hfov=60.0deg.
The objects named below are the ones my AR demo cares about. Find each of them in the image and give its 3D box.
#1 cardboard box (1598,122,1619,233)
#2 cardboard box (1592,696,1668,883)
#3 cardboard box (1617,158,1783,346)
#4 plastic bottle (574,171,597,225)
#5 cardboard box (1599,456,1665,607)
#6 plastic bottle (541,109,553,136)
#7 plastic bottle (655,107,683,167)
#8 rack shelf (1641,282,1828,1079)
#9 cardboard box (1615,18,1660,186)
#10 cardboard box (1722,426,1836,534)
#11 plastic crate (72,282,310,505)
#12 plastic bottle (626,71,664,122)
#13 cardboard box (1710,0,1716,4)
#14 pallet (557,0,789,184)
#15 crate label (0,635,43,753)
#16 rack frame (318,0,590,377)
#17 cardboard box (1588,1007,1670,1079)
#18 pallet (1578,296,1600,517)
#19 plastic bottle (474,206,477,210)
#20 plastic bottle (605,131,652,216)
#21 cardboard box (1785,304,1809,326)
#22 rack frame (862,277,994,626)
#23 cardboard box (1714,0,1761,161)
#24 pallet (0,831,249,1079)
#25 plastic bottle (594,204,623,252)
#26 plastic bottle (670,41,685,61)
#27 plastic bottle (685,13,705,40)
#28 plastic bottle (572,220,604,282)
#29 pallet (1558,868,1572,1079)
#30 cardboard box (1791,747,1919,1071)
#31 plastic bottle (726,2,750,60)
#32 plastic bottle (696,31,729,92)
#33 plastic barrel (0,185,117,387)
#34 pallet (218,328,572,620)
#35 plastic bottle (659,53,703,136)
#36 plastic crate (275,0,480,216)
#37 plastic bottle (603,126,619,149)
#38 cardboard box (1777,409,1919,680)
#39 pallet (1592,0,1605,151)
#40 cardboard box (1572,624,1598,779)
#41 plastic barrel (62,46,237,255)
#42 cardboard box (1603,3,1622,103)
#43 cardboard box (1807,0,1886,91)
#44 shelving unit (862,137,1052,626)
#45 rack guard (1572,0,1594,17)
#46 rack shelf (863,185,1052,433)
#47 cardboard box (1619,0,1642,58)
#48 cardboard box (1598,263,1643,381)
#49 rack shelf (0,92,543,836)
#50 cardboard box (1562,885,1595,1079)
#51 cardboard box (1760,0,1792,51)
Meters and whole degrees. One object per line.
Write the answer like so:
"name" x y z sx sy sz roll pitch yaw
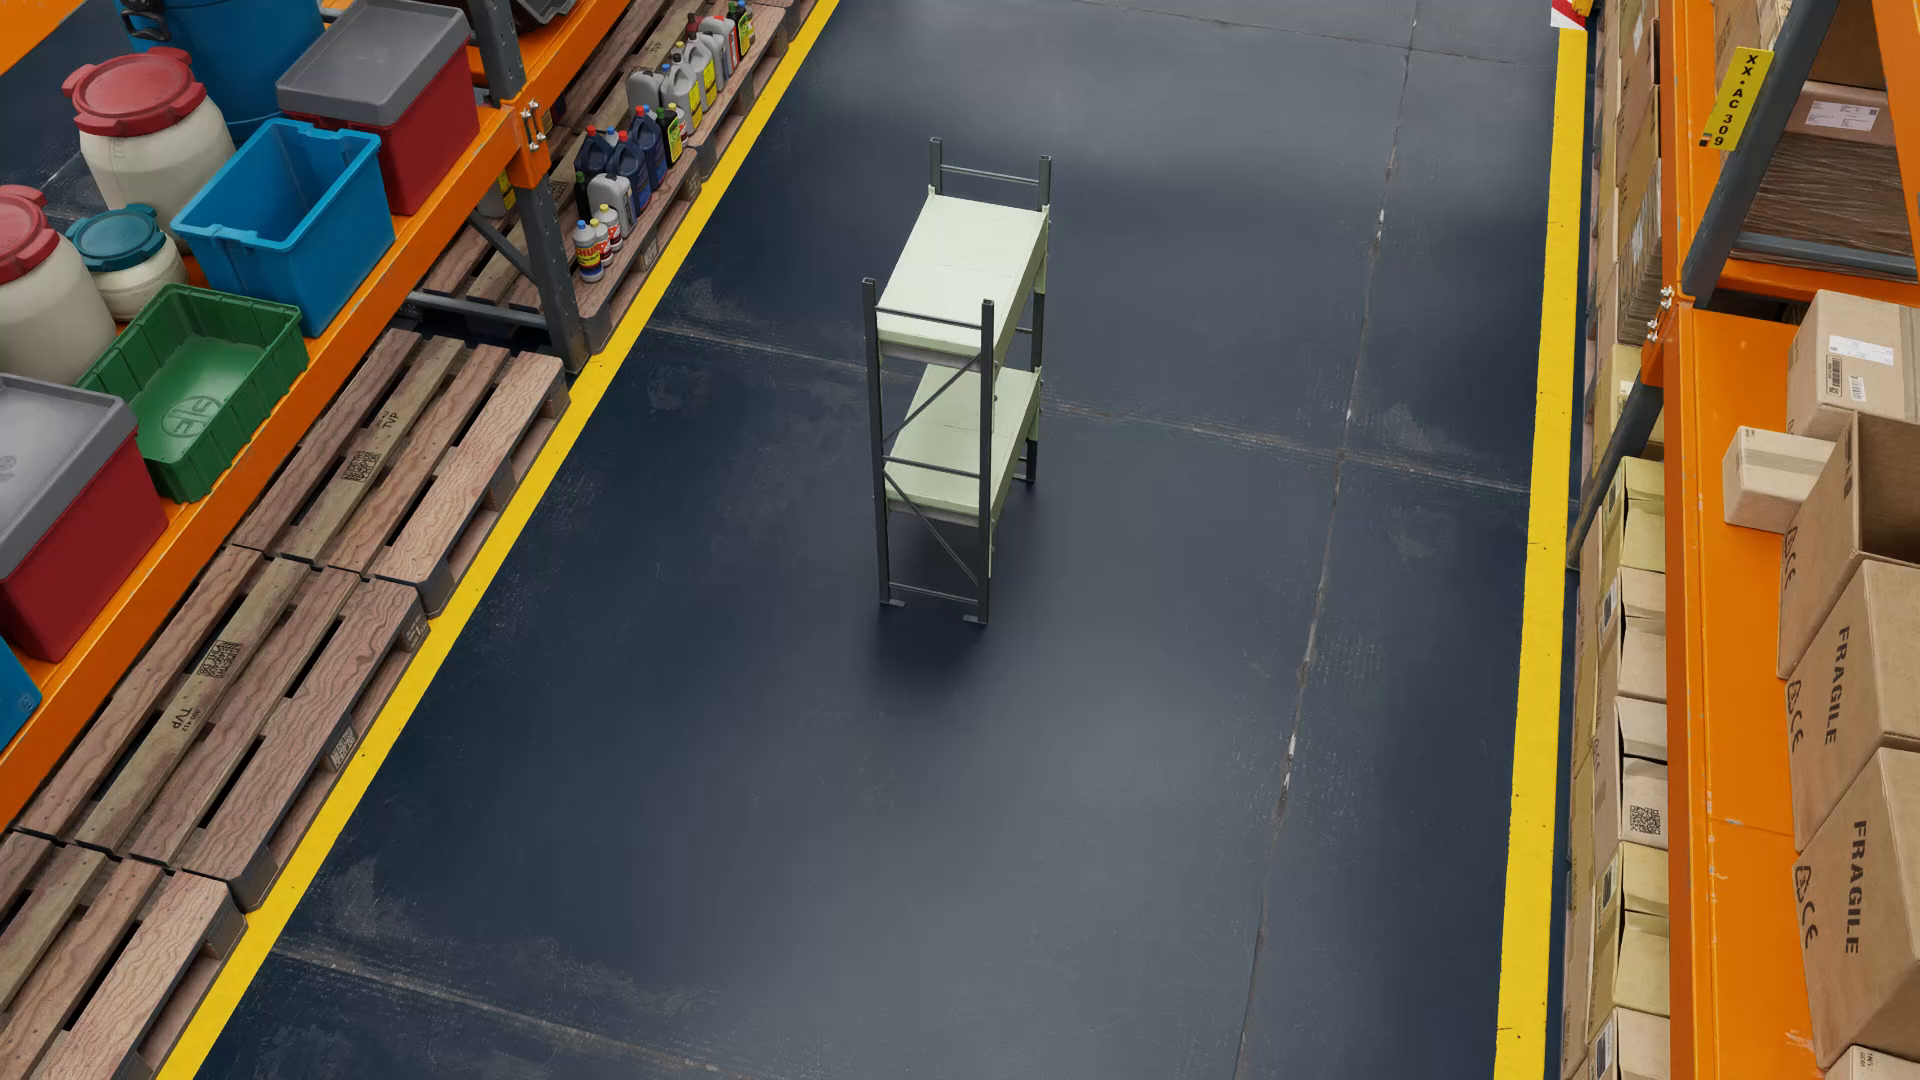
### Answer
"cardboard box" 3.039 -1.522 7.147 0.500 0.250 0.500 12 50 10
"cardboard box" 2.117 0.742 4.774 0.500 0.311 0.500 10 49 9
"cardboard box" 2.792 -1.044 6.224 0.500 0.500 0.500 12 50 10
"plastic bottle" -1.577 -1.459 7.055 0.061 0.283 0.133 12 50 10
"cardboard box" 2.389 0.007 5.423 0.500 0.311 0.500 12 50 10
"plastic bottle" -1.907 -1.949 7.488 0.061 0.283 0.133 12 50 10
"plastic bottle" -1.294 -1.805 7.361 0.061 0.283 0.133 14 50 12
"rack shelf" 2.212 0.856 3.973 1.077 0.370 4.000 12 50 10
"cardboard box" 3.038 -1.770 6.866 0.500 0.500 0.500 12 50 10
"cardboard box" 2.308 -0.145 4.545 0.380 0.149 0.250 12 50 10
"plastic crate" -2.226 -0.423 4.764 0.450 0.188 0.662 12 50 10
"plastic bottle" -1.415 -2.010 7.546 0.152 0.276 0.135 12 50 10
"cardboard box" 3.251 -2.299 6.212 0.700 0.500 0.500 13 50 11
"pallet" -1.504 -2.249 8.094 1.003 0.211 1.213 12 50 10
"crate label" -2.570 0.408 3.866 0.502 0.435 0.616 12 50 10
"rack frame" -2.040 -1.809 5.846 1.000 3.000 0.127 12 50 10
"cardboard box" 1.852 1.481 4.122 0.500 0.311 0.500 11 50 10
"pallet" 2.988 -0.473 6.526 1.003 0.211 1.213 12 50 10
"plastic bottle" -2.148 -1.600 7.135 0.144 0.351 0.185 10 49 9
"plastic bottle" -1.427 -1.580 7.117 0.144 0.351 0.185 13 50 11
"cardboard box" 3.162 -0.579 5.814 0.500 0.500 0.500 12 50 10
"rack frame" -0.095 -0.236 5.458 0.400 1.500 0.023 12 50 10
"cardboard box" 2.981 -1.566 5.565 0.700 0.500 0.500 11 50 10
"pallet" -2.851 1.455 4.825 1.003 0.211 1.213 12 50 10
"plastic bottle" -1.479 -1.319 6.987 0.097 0.201 0.097 0 49 0
"plastic bottle" -1.302 -2.240 7.800 0.097 0.201 0.097 0 49 0
"plastic bottle" -1.243 -2.377 7.866 0.061 0.283 0.133 12 50 10
"plastic bottle" -1.533 -1.195 6.831 0.097 0.271 0.097 0 49 0
"pallet" 2.263 1.520 4.768 1.003 0.211 1.213 12 50 10
"cardboard box" 2.111 0.815 3.463 0.500 0.500 0.500 9 49 8
"plastic bottle" -1.061 -2.446 7.926 0.061 0.283 0.133 13 50 11
"plastic bottle" -1.177 -2.254 7.762 0.152 0.276 0.135 10 49 9
"plastic barrel" -2.696 -0.674 4.754 0.433 0.535 0.433 0 49 0
"pallet" -2.209 -0.310 6.383 1.003 0.211 1.213 12 50 10
"plastic bottle" -1.265 -2.024 7.509 0.144 0.351 0.185 11 50 10
"plastic crate" -1.872 -1.419 5.459 0.402 0.464 0.583 12 50 10
"plastic bottle" -1.505 -1.682 7.260 0.097 0.271 0.097 0 49 0
"cardboard box" 2.381 0.072 4.119 0.500 0.500 0.500 15 50 13
"pallet" 3.630 -2.238 8.084 1.003 0.211 1.213 12 50 10
"cardboard box" 2.257 0.555 5.314 0.500 0.250 0.500 13 50 11
"plastic barrel" -2.503 -1.205 5.222 0.433 0.535 0.433 0 49 0
"cardboard box" 3.307 -2.244 7.784 0.500 0.250 0.500 12 50 10
"cardboard box" 2.849 -1.613 4.741 0.700 0.500 0.500 12 50 10
"shelving unit" 0.002 -0.501 5.692 0.431 1.500 0.755 12 50 10
"rack guard" 3.797 -2.912 8.487 1.175 0.500 0.348 12 50 10
"rack shelf" 0.002 -0.759 5.399 0.431 0.370 0.720 12 50 10
"cardboard box" 3.305 -2.493 7.503 0.500 0.500 0.500 12 50 10
"cardboard box" 2.790 -0.796 6.506 0.500 0.250 0.500 12 50 10
"rack shelf" -2.566 -0.124 4.839 1.077 0.370 4.000 12 50 10
"cardboard box" 1.989 1.298 4.658 0.500 0.250 0.500 12 50 11
"cardboard box" 2.670 -1.494 5.068 0.380 0.149 0.250 11 49 9
